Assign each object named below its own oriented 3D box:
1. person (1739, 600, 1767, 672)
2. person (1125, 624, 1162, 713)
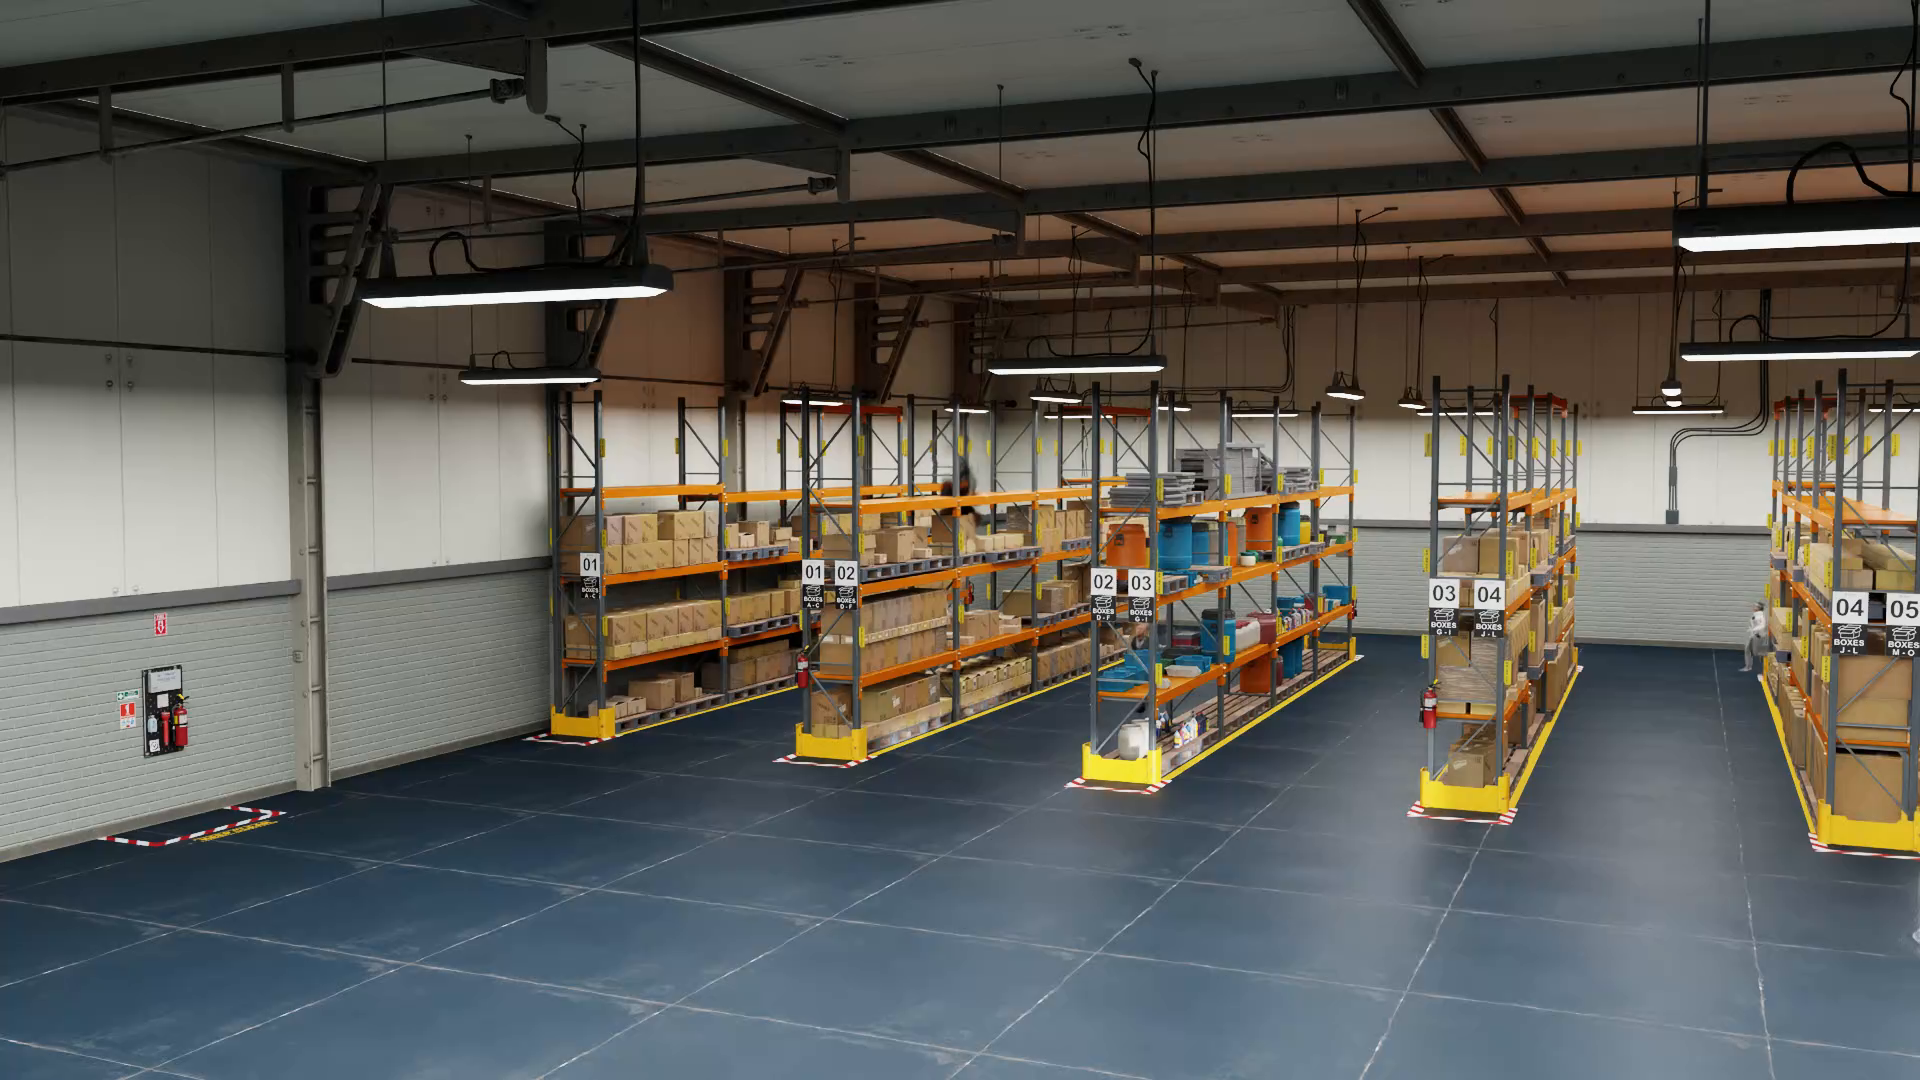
[{"bbox_3d":[17.781,2.149,36.959,0.794,1.653,0.658,1,3,19],"label":"person"},{"bbox_3d":[3.421,2.425,31.336,0.687,1.675,0.591,2,4,27],"label":"person"}]
